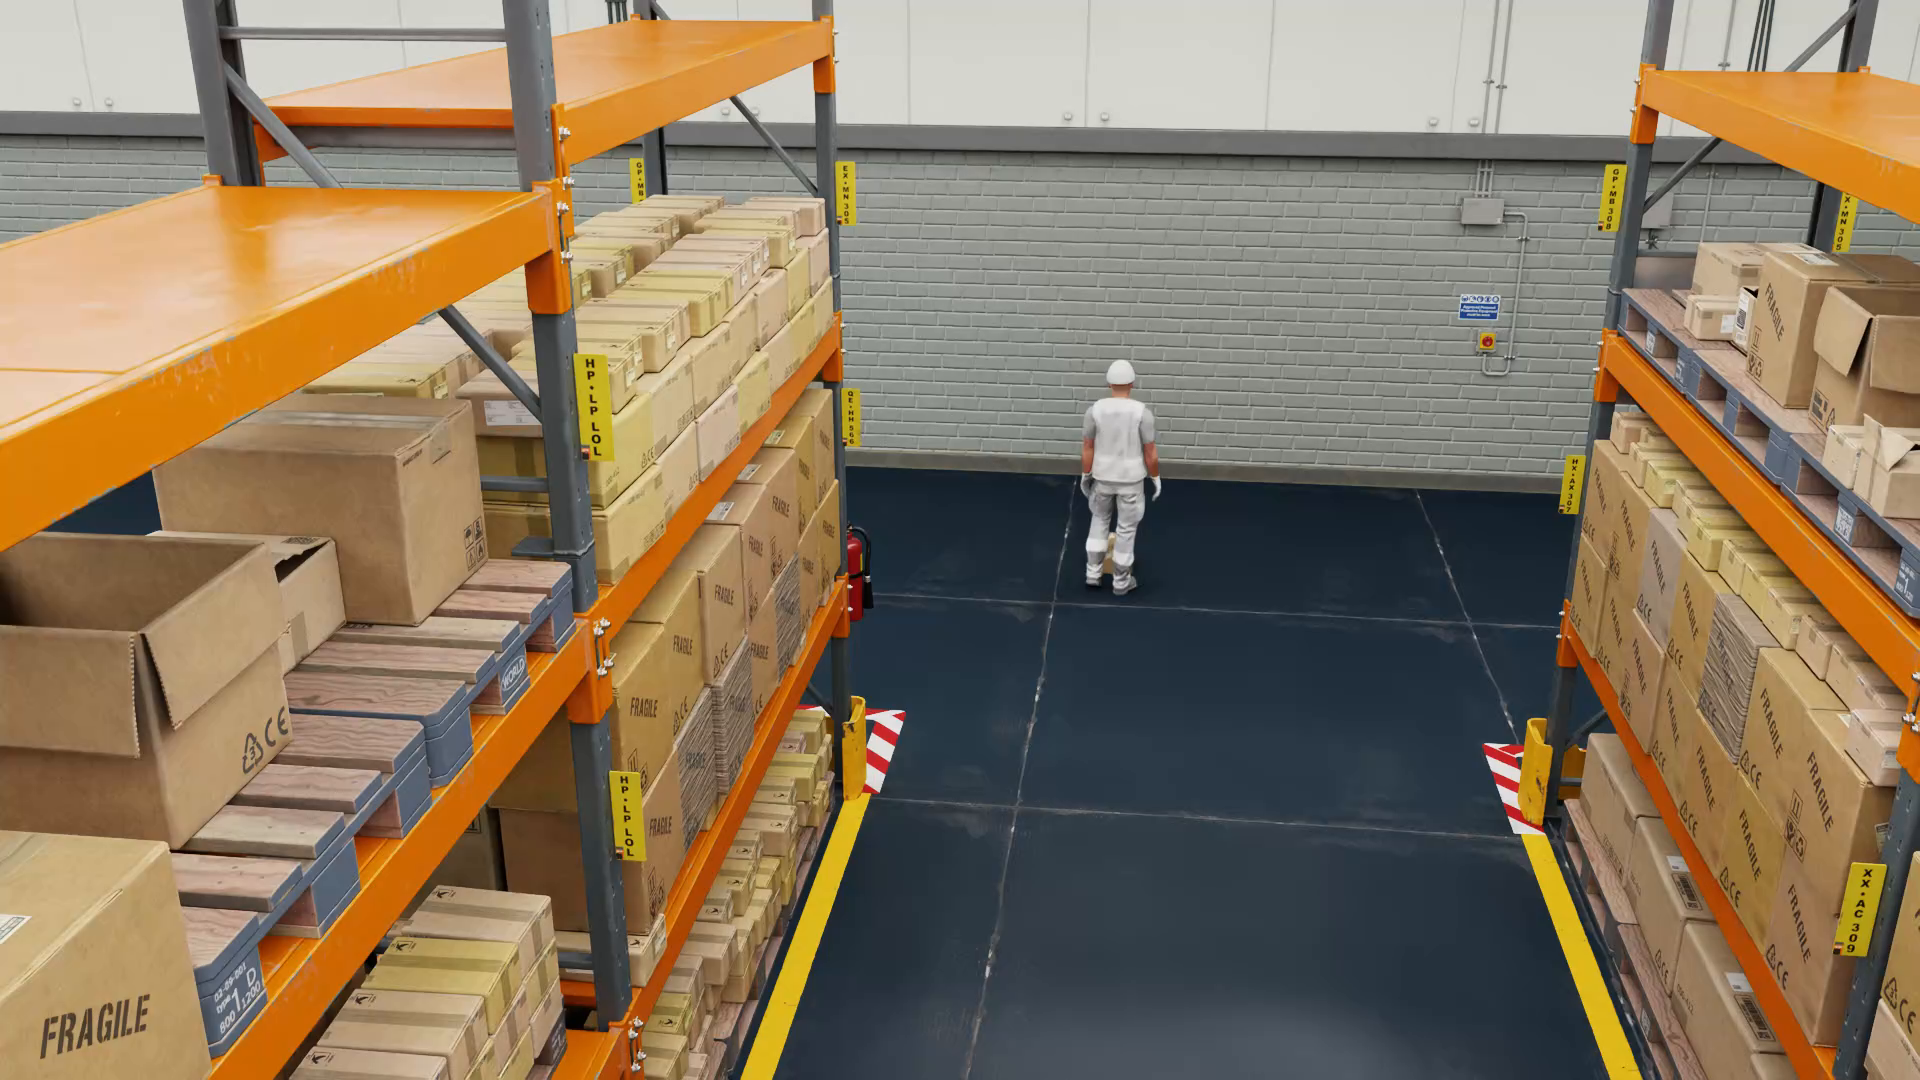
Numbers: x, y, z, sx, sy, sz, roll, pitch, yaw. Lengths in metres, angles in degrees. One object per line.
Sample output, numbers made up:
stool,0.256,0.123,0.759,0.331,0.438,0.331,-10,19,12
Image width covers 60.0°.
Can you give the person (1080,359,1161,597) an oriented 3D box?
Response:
person,1.187,-0.443,12.223,0.590,1.820,0.402,7,22,18
